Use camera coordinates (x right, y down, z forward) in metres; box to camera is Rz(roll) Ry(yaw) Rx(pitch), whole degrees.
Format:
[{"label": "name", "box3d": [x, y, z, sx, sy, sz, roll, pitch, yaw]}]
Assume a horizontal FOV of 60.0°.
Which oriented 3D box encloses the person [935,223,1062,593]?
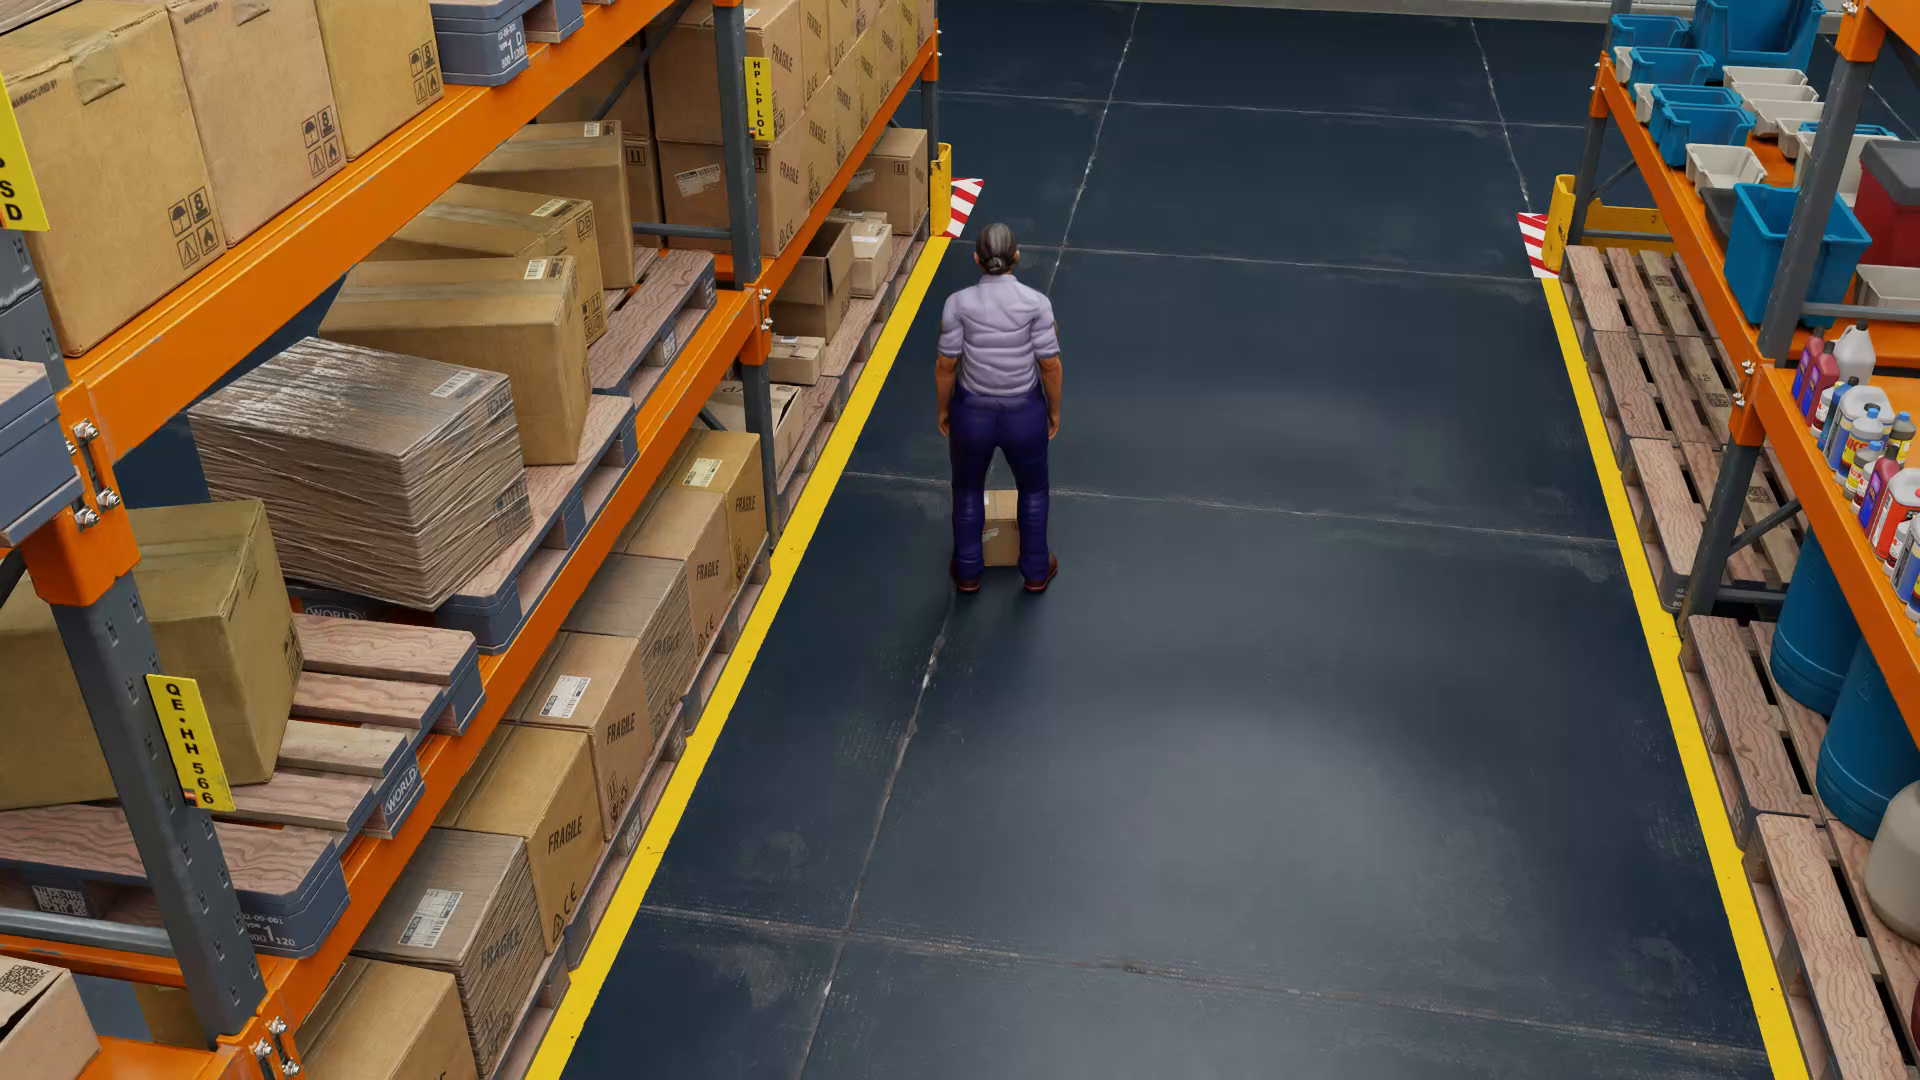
[{"label": "person", "box3d": [0.167, -0.517, 6.953, 0.538, 1.652, 0.377, 1, 33, 2]}]
